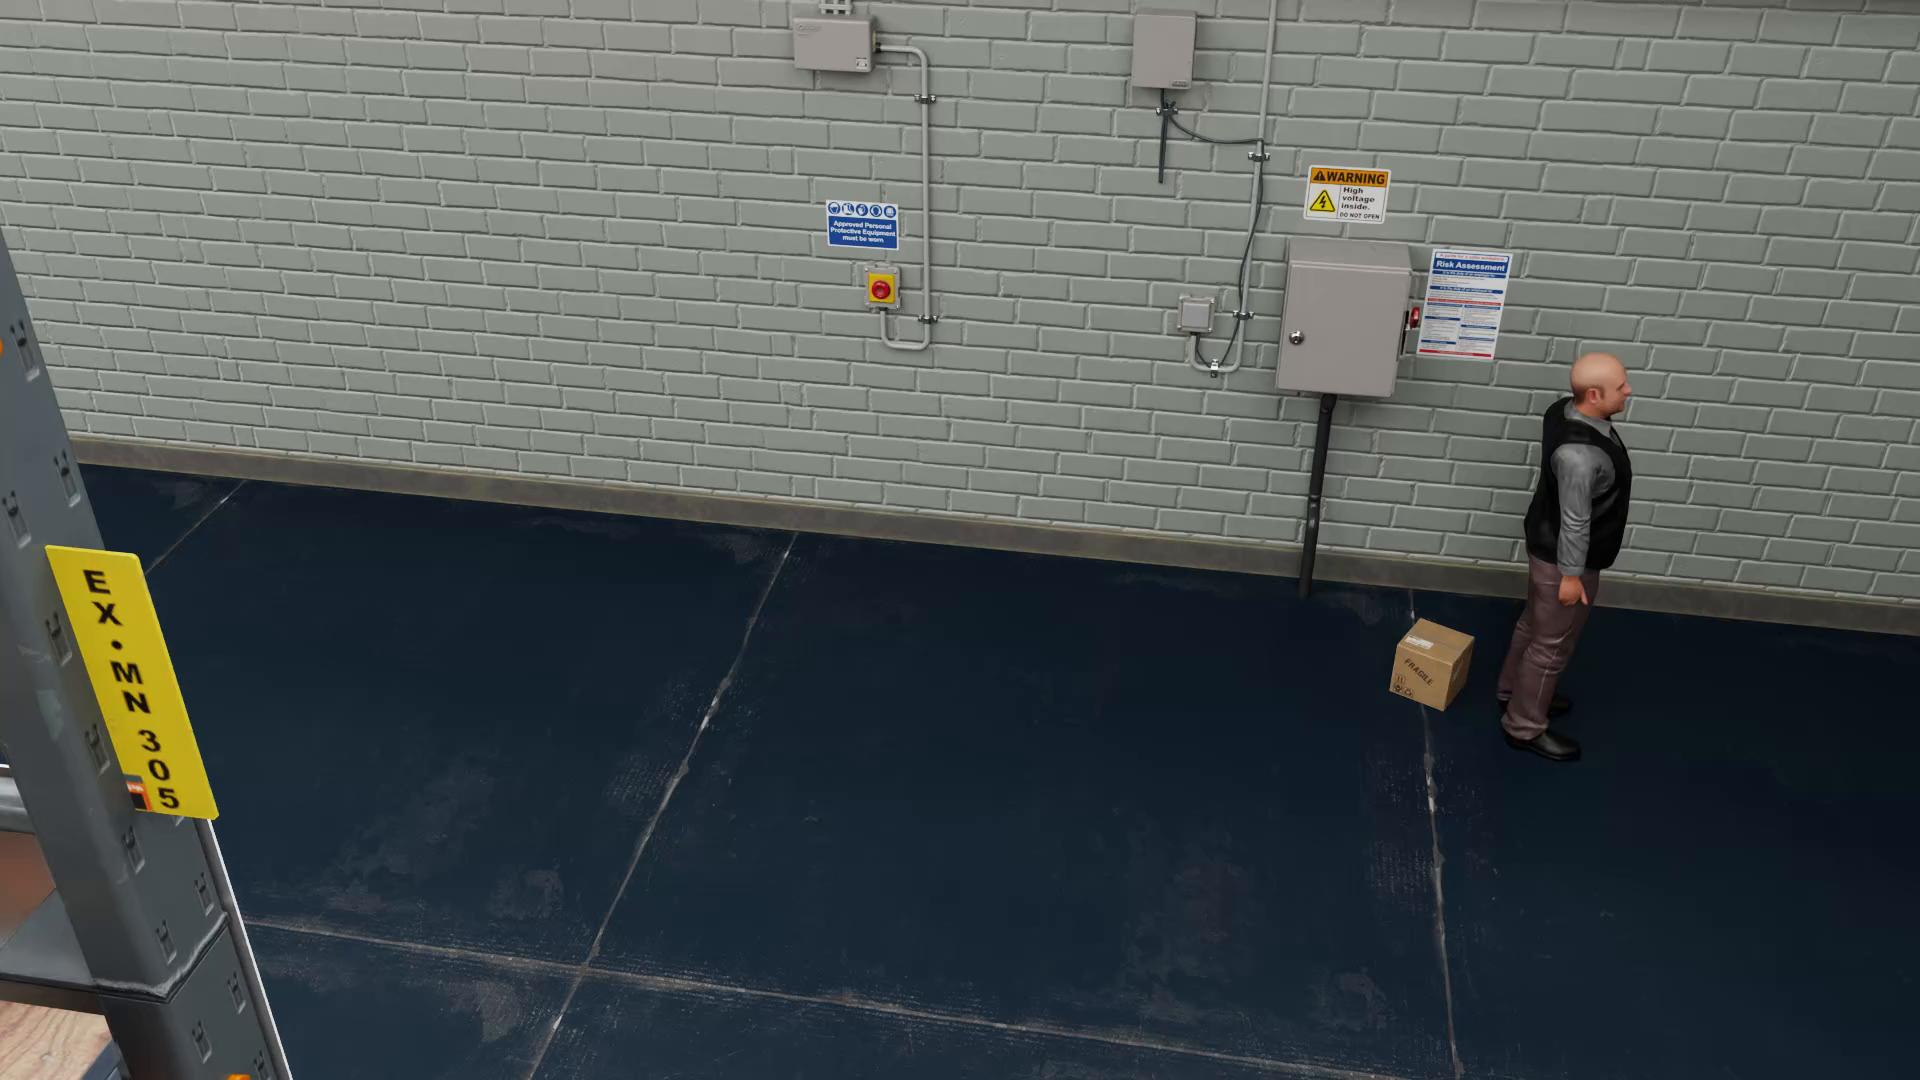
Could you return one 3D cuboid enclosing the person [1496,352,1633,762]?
[{"bbox_3d":[2.410,0.052,6.572,0.369,1.724,0.532,6,33,10],"label":"person"}]
